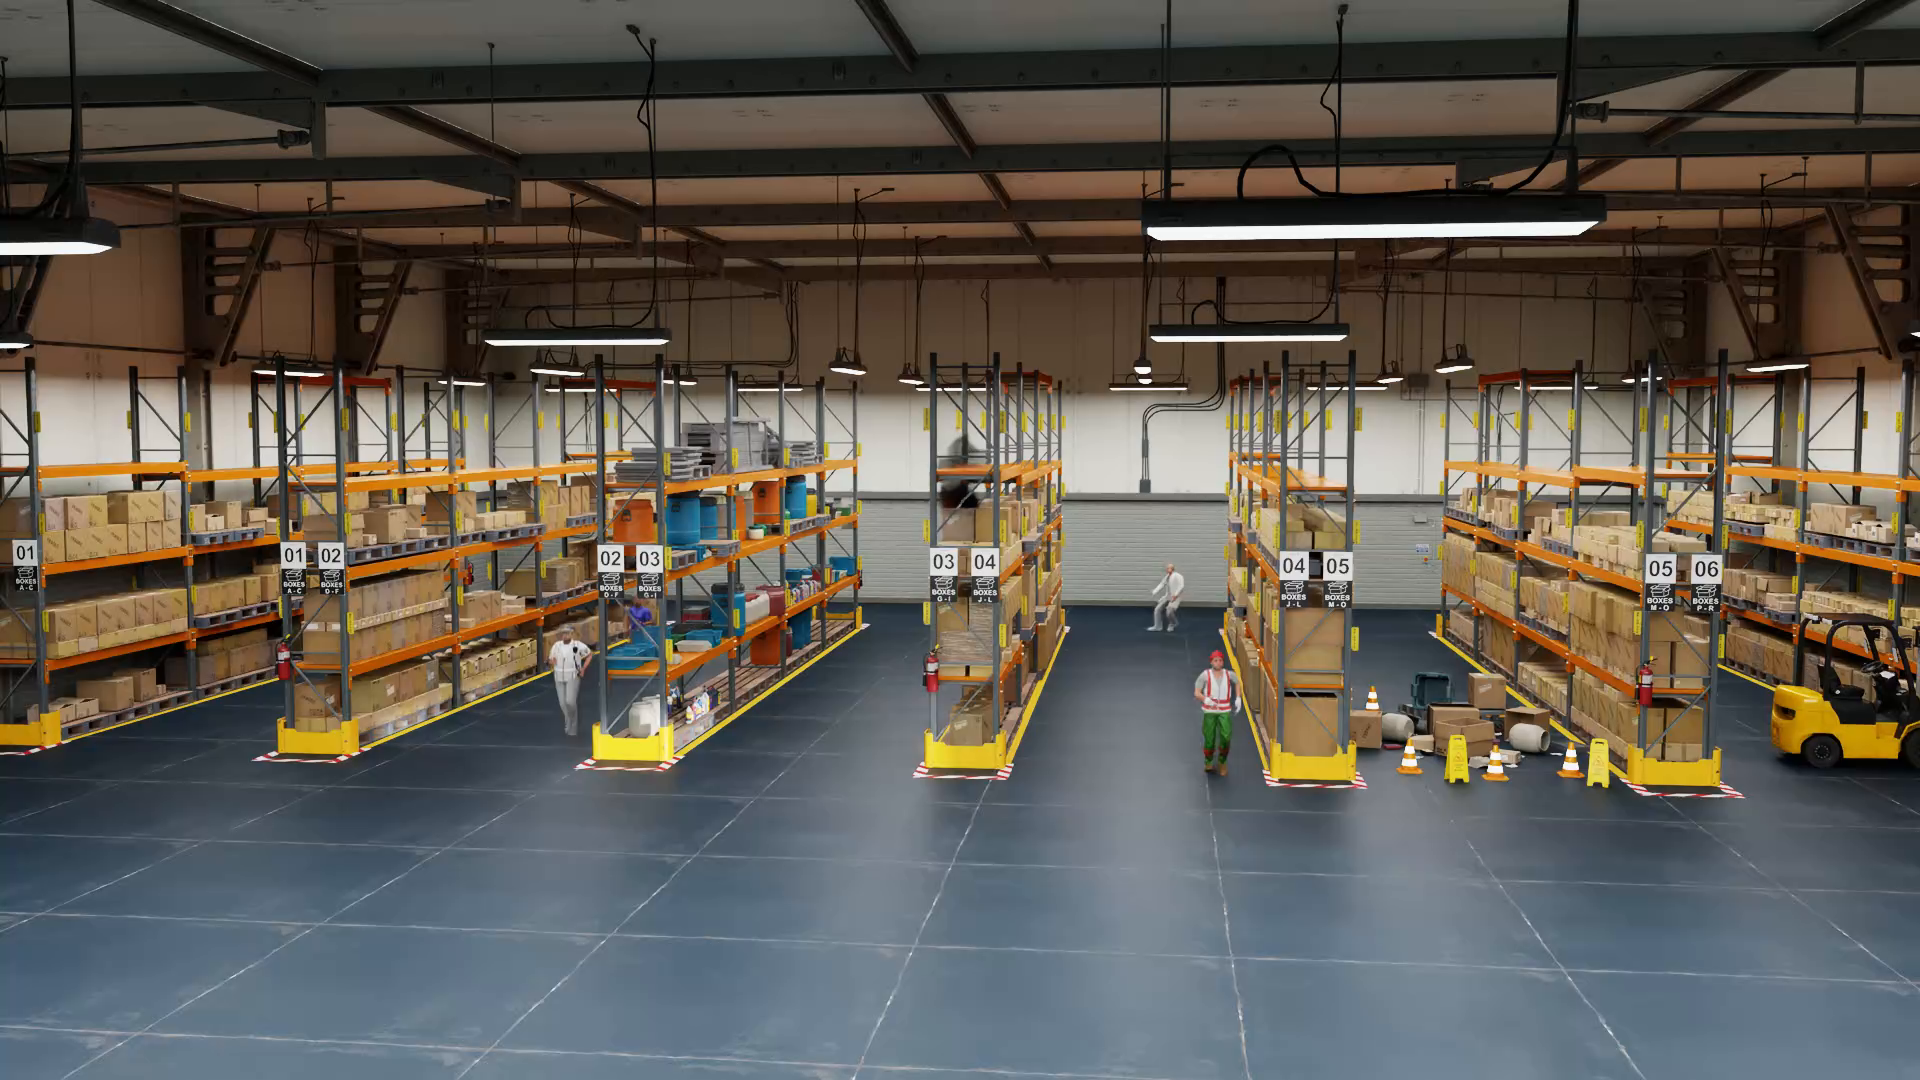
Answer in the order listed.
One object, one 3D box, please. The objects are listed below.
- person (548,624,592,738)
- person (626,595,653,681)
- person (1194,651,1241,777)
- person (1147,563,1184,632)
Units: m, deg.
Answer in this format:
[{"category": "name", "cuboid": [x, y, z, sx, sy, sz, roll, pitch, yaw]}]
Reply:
[{"category": "person", "cuboid": [-6.262, 2.250, 26.543, 0.640, 1.836, 0.727, 1, 4, 8]}, {"category": "person", "cuboid": [-6.248, 1.867, 32.406, 0.576, 1.640, 0.911, 0, 4, 0]}, {"category": "person", "cuboid": [3.653, 2.463, 23.494, 0.696, 1.809, 0.692, 0, 4, 1]}, {"category": "person", "cuboid": [4.961, 1.382, 39.661, 0.581, 1.658, 0.925, -3, 5, -40]}]
